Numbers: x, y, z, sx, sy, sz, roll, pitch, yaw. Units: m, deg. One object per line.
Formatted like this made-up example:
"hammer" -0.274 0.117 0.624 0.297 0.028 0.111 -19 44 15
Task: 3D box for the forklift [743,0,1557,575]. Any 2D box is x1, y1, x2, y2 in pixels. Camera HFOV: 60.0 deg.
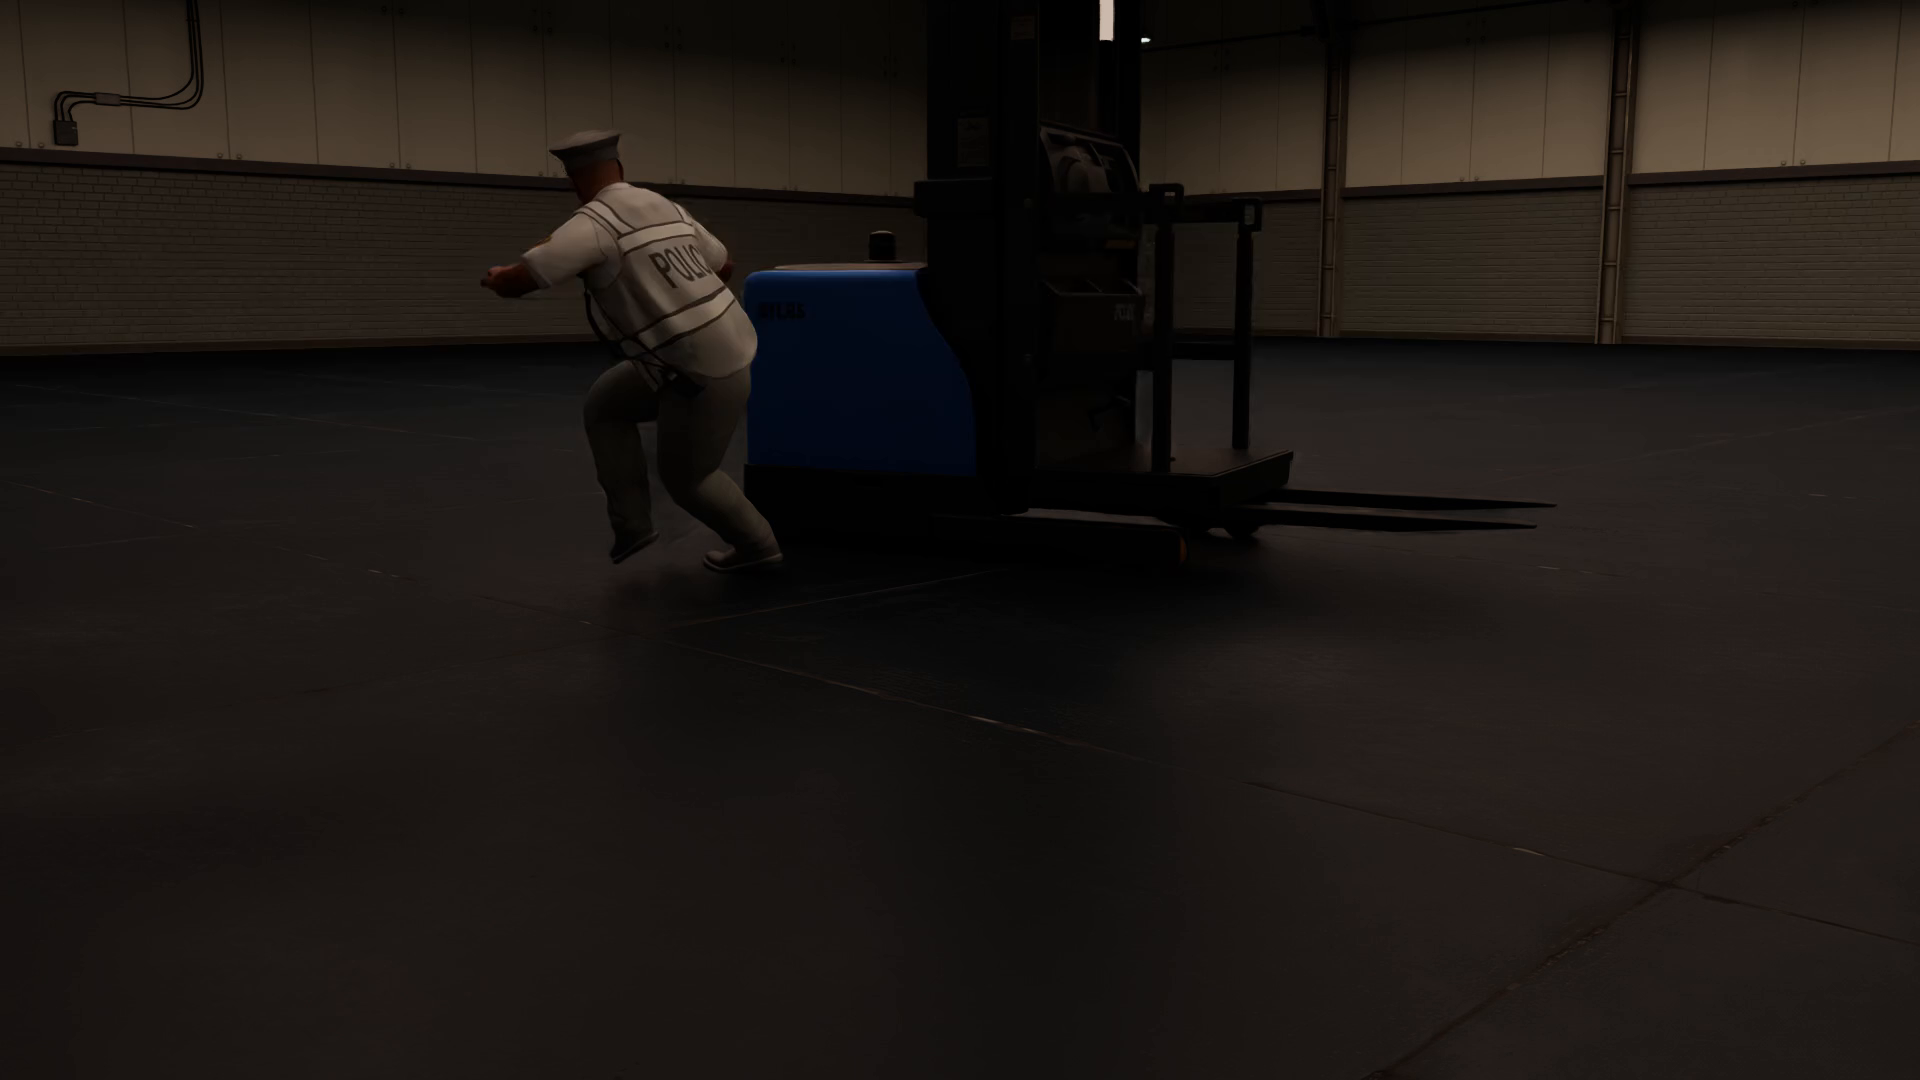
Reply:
"forklift" 0.687 -1.416 6.280 3.031 2.935 1.130 4 9 25

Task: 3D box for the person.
"person" -1.095 -0.596 5.611 0.935 1.516 1.000 1 9 10
